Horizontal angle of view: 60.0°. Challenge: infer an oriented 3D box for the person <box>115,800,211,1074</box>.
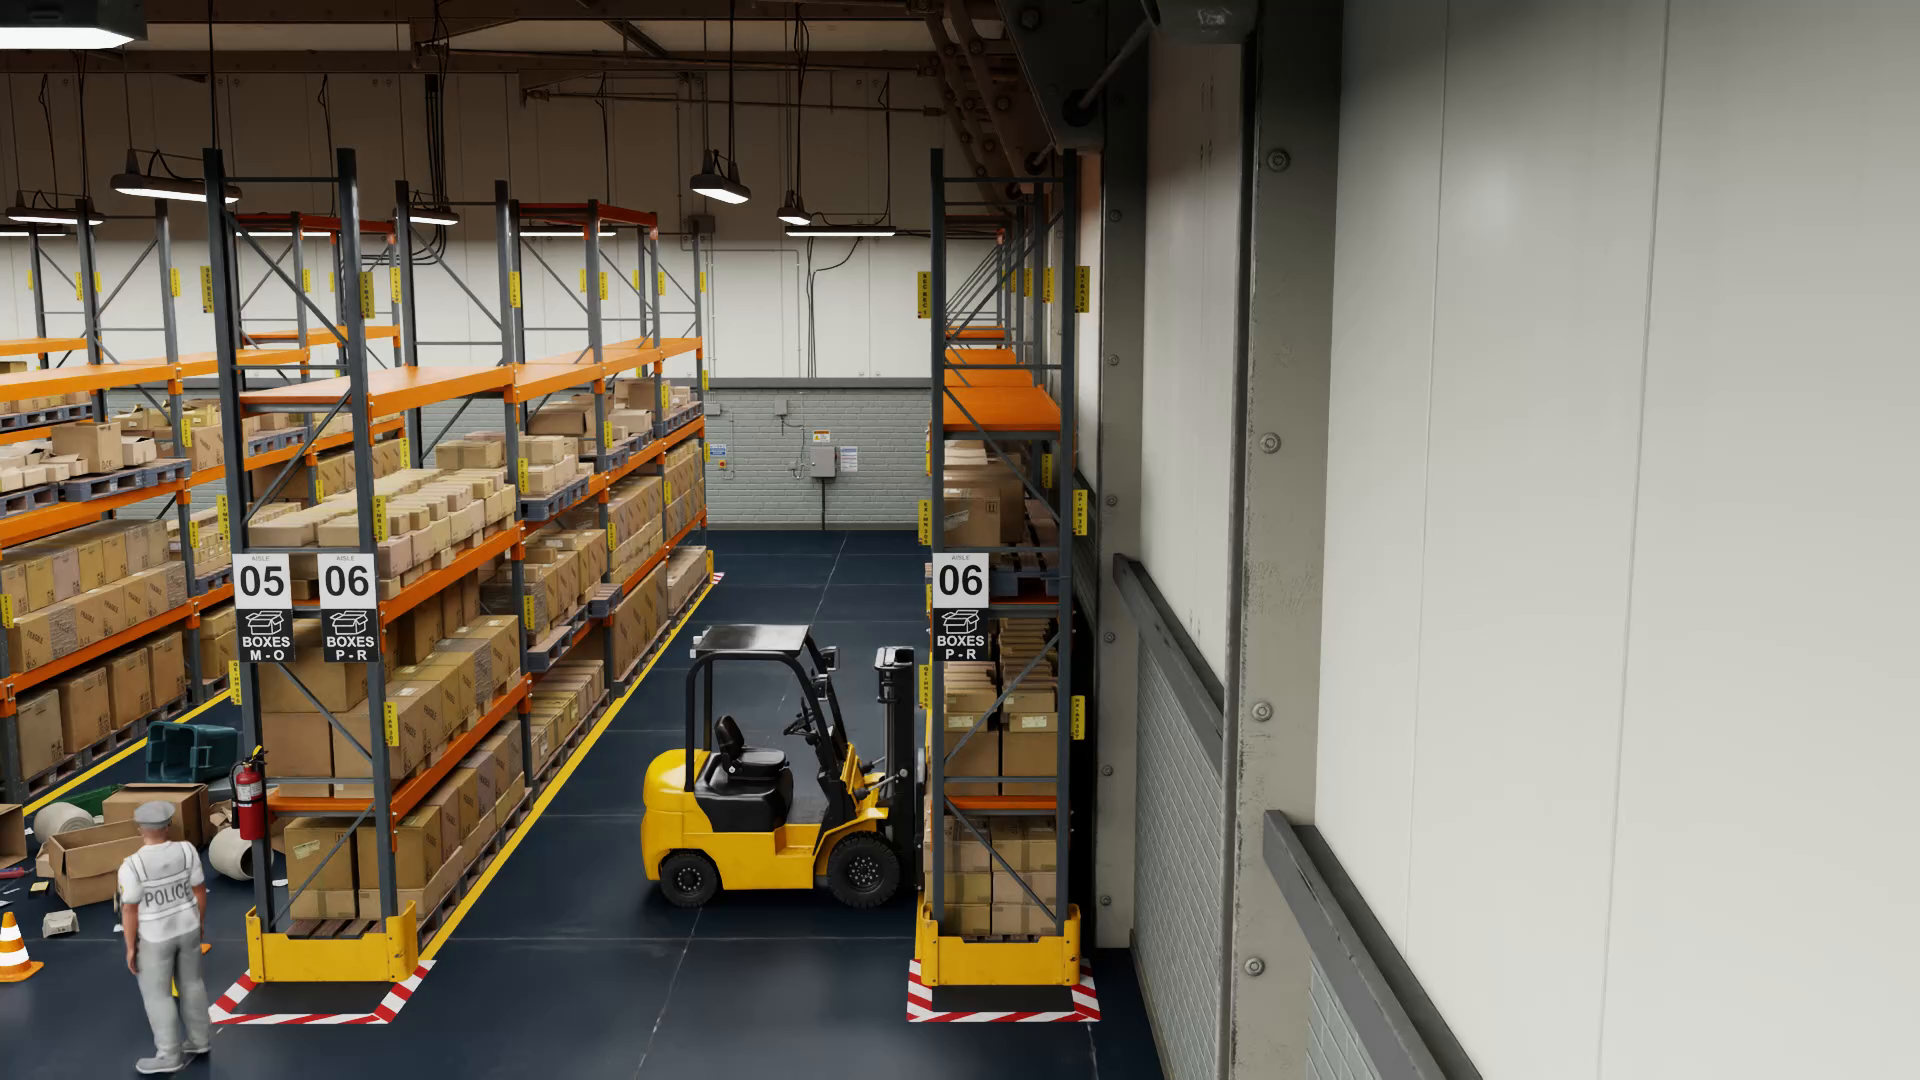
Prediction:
[{"bbox_3d":[-5.209,2.589,10.865,0.410,1.802,0.557,5,11,30],"label":"person"}]
